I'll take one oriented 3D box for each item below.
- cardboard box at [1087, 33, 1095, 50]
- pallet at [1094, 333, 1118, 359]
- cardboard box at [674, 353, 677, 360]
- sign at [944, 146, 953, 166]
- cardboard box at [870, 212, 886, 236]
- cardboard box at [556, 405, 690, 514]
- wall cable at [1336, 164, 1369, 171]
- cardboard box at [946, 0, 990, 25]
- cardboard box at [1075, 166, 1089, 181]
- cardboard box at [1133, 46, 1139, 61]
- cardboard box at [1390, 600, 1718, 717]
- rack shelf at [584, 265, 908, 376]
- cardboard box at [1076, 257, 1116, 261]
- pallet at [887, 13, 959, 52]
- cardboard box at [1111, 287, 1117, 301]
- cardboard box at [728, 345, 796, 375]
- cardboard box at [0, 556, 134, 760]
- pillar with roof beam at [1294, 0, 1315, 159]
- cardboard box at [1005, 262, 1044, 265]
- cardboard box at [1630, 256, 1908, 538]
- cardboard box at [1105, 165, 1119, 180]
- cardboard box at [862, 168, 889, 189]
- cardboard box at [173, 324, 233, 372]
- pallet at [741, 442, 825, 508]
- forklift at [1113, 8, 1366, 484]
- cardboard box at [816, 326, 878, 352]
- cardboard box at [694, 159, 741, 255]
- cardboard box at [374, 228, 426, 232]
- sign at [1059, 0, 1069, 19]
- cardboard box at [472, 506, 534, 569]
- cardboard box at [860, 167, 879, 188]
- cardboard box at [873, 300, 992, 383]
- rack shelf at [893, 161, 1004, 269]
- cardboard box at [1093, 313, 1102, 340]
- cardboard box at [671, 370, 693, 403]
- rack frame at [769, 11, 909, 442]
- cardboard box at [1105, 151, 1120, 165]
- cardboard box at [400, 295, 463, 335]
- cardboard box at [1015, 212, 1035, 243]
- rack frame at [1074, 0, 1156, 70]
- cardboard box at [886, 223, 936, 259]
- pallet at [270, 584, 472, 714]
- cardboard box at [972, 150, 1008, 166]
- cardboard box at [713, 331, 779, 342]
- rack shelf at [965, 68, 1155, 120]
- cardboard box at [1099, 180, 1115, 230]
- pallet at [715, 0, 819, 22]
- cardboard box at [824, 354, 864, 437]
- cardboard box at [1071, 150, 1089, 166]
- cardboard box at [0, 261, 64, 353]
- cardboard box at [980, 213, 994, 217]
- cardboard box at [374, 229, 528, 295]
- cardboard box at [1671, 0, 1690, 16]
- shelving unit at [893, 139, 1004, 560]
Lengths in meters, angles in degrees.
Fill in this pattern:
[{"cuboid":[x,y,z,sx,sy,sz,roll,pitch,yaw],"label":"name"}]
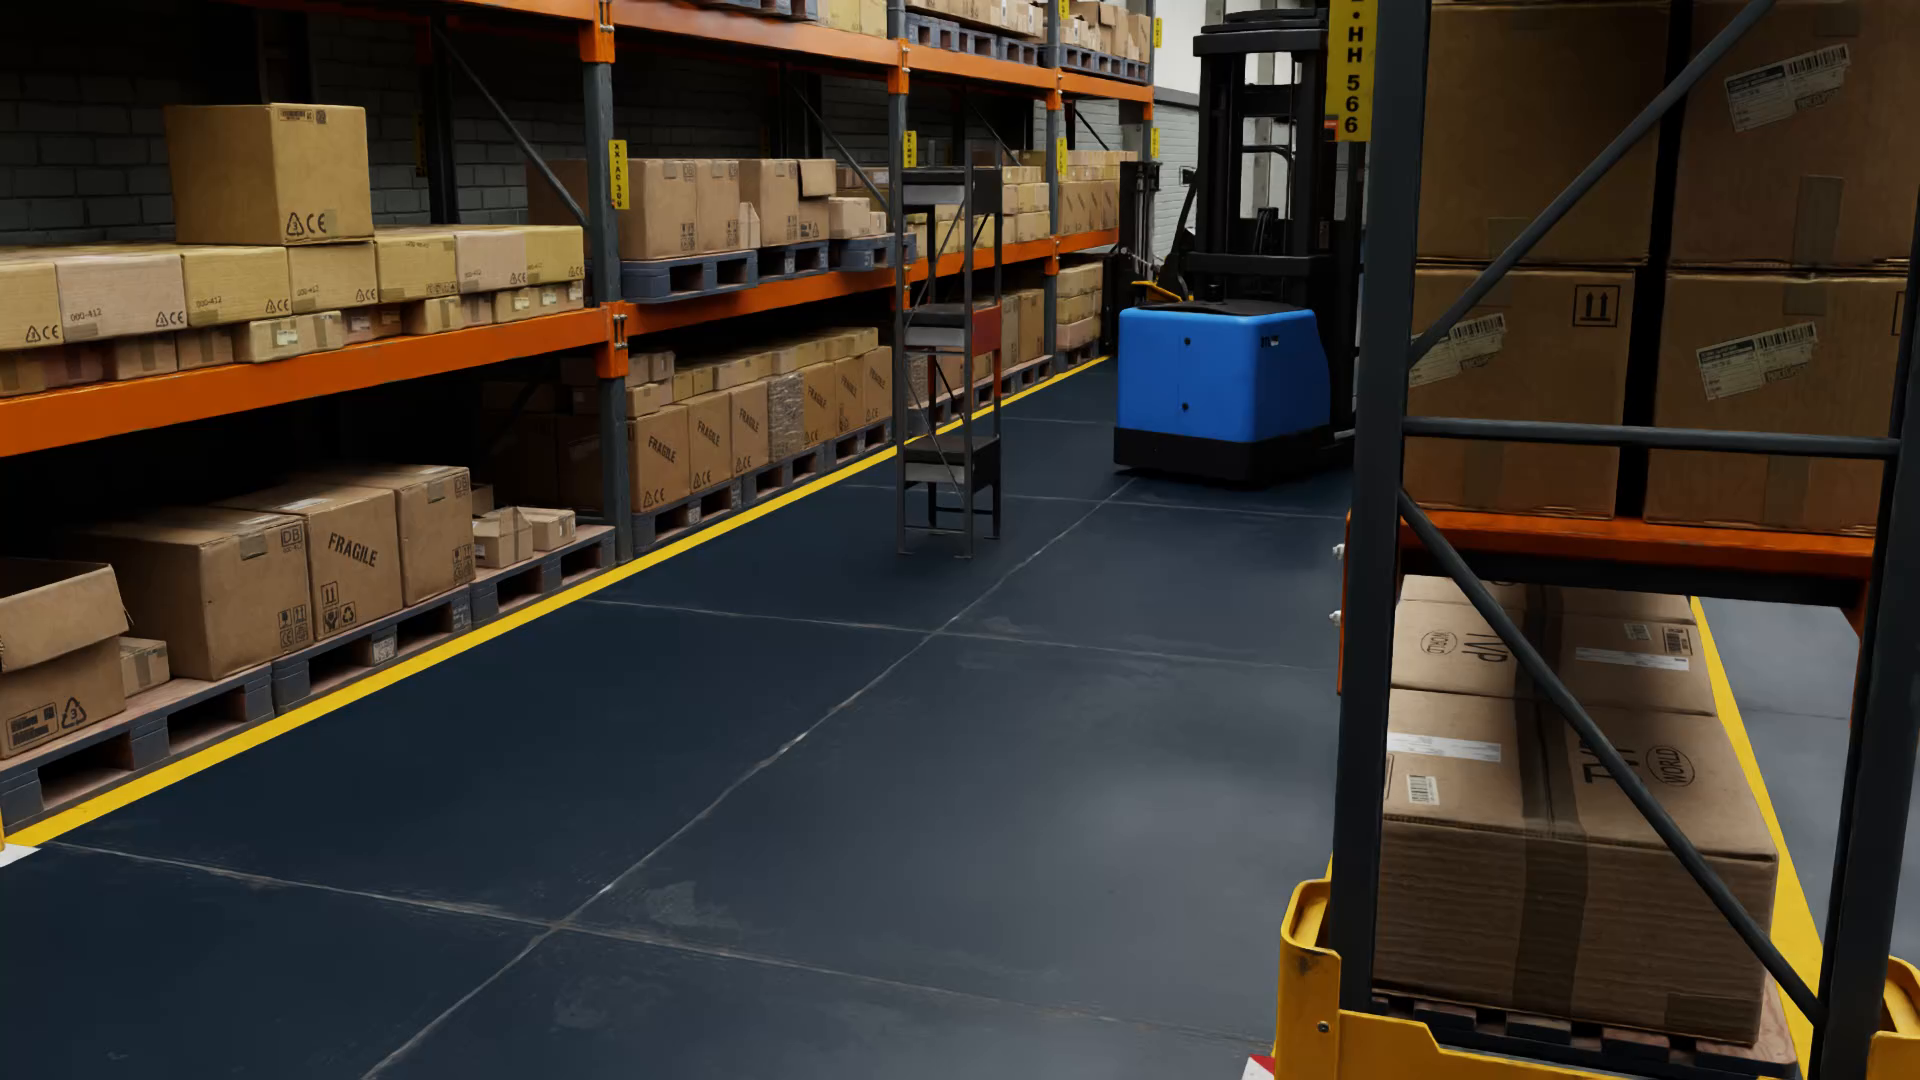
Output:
[{"cuboid":[1.104,-4.891,16.333,0.380,0.149,0.250,5,14,20],"label":"cardboard box"},{"cuboid":[1.113,-2.126,17.830,1.003,0.211,1.213,4,14,18],"label":"pallet"},{"cuboid":[-1.941,-1.055,10.087,0.380,0.149,0.250,5,14,19],"label":"cardboard box"},{"cuboid":[-0.103,-3.564,15.738,0.100,0.325,0.005,4,14,18],"label":"sign"},{"cuboid":[-0.721,-2.138,11.234,0.380,0.149,0.250,5,14,19],"label":"cardboard box"},{"cuboid":[-1.796,-0.451,8.897,0.500,0.500,0.500,5,14,21],"label":"cardboard box"},{"cuboid":[12.550,-12.077,48.655,3.097,2.526,0.112,4,14,18],"label":"wall cable"},{"cuboid":[-0.077,-4.335,13.107,0.500,0.500,0.500,5,14,20],"label":"cardboard box"},{"cuboid":[1.065,-3.635,16.490,0.380,0.149,0.250,5,14,20],"label":"cardboard box"},{"cuboid":[1.736,-5.303,18.136,0.380,0.149,0.250,4,13,17],"label":"cardboard box"},{"cuboid":[1.645,0.524,4.763,0.875,0.438,0.875,5,14,20],"label":"cardboard box"},{"cuboid":[-1.518,-1.450,10.215,1.077,0.370,4.000,4,14,18],"label":"rack shelf"},{"cuboid":[1.550,-2.923,18.043,0.500,0.250,0.500,5,14,19],"label":"cardboard box"},{"cuboid":[-0.736,-3.741,12.321,1.213,0.211,1.003,5,14,21],"label":"pallet"},{"cuboid":[1.371,-2.569,17.613,0.500,0.250,0.500,4,14,18],"label":"cardboard box"},{"cuboid":[-1.247,-1.124,10.389,0.380,0.149,0.250,4,13,16],"label":"cardboard box"},{"cuboid":[-3.172,0.353,5.365,0.797,0.503,0.637,4,13,16],"label":"cardboard box"},{"cuboid":[12.478,-11.492,39.116,9.100,9.000,0.400,4,14,18],"label":"pillar with roof beam"},{"cuboid":[0.725,-2.746,17.267,0.500,0.250,0.500,4,14,19],"label":"cardboard box"},{"cuboid":[1.665,-0.310,3.379,0.500,0.500,0.500,4,14,18],"label":"cardboard box"},{"cuboid":[1.478,-3.906,17.677,0.380,0.149,0.250,4,14,19],"label":"cardboard box"},{"cuboid":[-0.489,-2.632,12.098,0.380,0.149,0.250,5,14,20],"label":"cardboard box"},{"cuboid":[-2.783,-0.684,5.808,0.380,0.149,0.250,5,14,19],"label":"cardboard box"},{"cuboid":[-1.545,-0.451,10.492,1.003,0.211,1.213,4,14,18],"label":"pallet"},{"cuboid":[2.338,-2.047,11.370,1.130,2.935,3.031,11,17,39],"label":"forklift"},{"cuboid":[-0.791,-1.402,11.604,0.380,0.149,0.250,4,13,16],"label":"cardboard box"},{"cuboid":[-1.630,-1.828,9.085,0.700,0.500,0.500,5,14,19],"label":"cardboard box"},{"cuboid":[-2.737,-1.260,7.437,0.500,0.250,0.500,4,14,18],"label":"cardboard box"},{"cuboid":[0.940,-4.895,15.081,0.100,0.325,0.005,4,14,18],"label":"sign"},{"cuboid":[-2.183,-0.037,7.611,0.396,0.266,0.258,5,14,20],"label":"cardboard box"},{"cuboid":[-0.837,-2.783,12.757,0.380,0.149,0.250,4,14,18],"label":"cardboard box"},{"cuboid":[-0.235,-1.679,13.995,0.875,0.625,0.625,4,13,16],"label":"cardboard box"},{"cuboid":[-0.054,-1.658,8.449,0.431,0.518,0.480,4,14,18],"label":"rack shelf"},{"cuboid":[1.194,-2.223,17.223,0.500,0.250,0.500,5,14,19],"label":"cardboard box"},{"cuboid":[-1.709,-0.857,9.216,0.380,0.149,0.250,4,13,15],"label":"cardboard box"},{"cuboid":[-0.871,-2.221,11.980,1.000,3.000,0.127,4,14,18],"label":"rack frame"},{"cuboid":[1.483,-4.049,17.637,0.380,0.149,0.250,5,14,20],"label":"cardboard box"},{"cuboid":[-2.321,-0.950,6.972,0.380,0.149,0.250,4,13,18],"label":"cardboard box"},{"cuboid":[0.350,-2.759,14.673,0.500,0.250,0.500,4,14,18],"label":"cardboard box"},{"cuboid":[1.717,-6.831,18.692,1.000,3.000,0.127,4,14,18],"label":"rack frame"},{"cuboid":[-0.496,-2.224,12.329,0.500,0.250,0.500,4,14,19],"label":"cardboard box"},{"cuboid":[-2.782,0.383,6.838,1.003,0.211,1.213,4,14,18],"label":"pallet"},{"cuboid":[0.240,-3.663,15.943,0.380,0.149,0.250,4,14,19],"label":"cardboard box"},{"cuboid":[-1.451,-1.324,11.265,0.380,0.149,0.250,5,14,19],"label":"cardboard box"},{"cuboid":[1.070,-4.596,17.261,1.077,0.370,4.000,4,14,18],"label":"rack shelf"},{"cuboid":[1.312,-3.509,17.396,0.500,0.500,0.500,4,14,19],"label":"cardboard box"},{"cuboid":[-1.555,-3.101,9.514,1.213,0.211,1.003,4,14,18],"label":"pallet"},{"cuboid":[-0.977,-0.998,11.295,0.500,0.500,0.500,4,13,18],"label":"cardboard box"},{"cuboid":[1.060,-3.782,16.467,0.380,0.149,0.250,5,14,20],"label":"cardboard box"},{"cuboid":[-3.058,-0.685,4.917,0.500,0.250,0.500,4,14,19],"label":"cardboard box"},{"cuboid":[-0.006,-2.792,13.691,0.500,0.250,0.500,5,14,19],"label":"cardboard box"},{"cuboid":[-2.248,-1.220,7.260,0.500,0.250,0.500,4,14,19],"label":"cardboard box"},{"cuboid":[1.632,-1.148,3.347,0.380,0.149,0.250,5,14,20],"label":"cardboard box"},{"cuboid":[-0.054,-0.989,8.602,0.431,2.100,0.503,4,14,18],"label":"shelving unit"}]
